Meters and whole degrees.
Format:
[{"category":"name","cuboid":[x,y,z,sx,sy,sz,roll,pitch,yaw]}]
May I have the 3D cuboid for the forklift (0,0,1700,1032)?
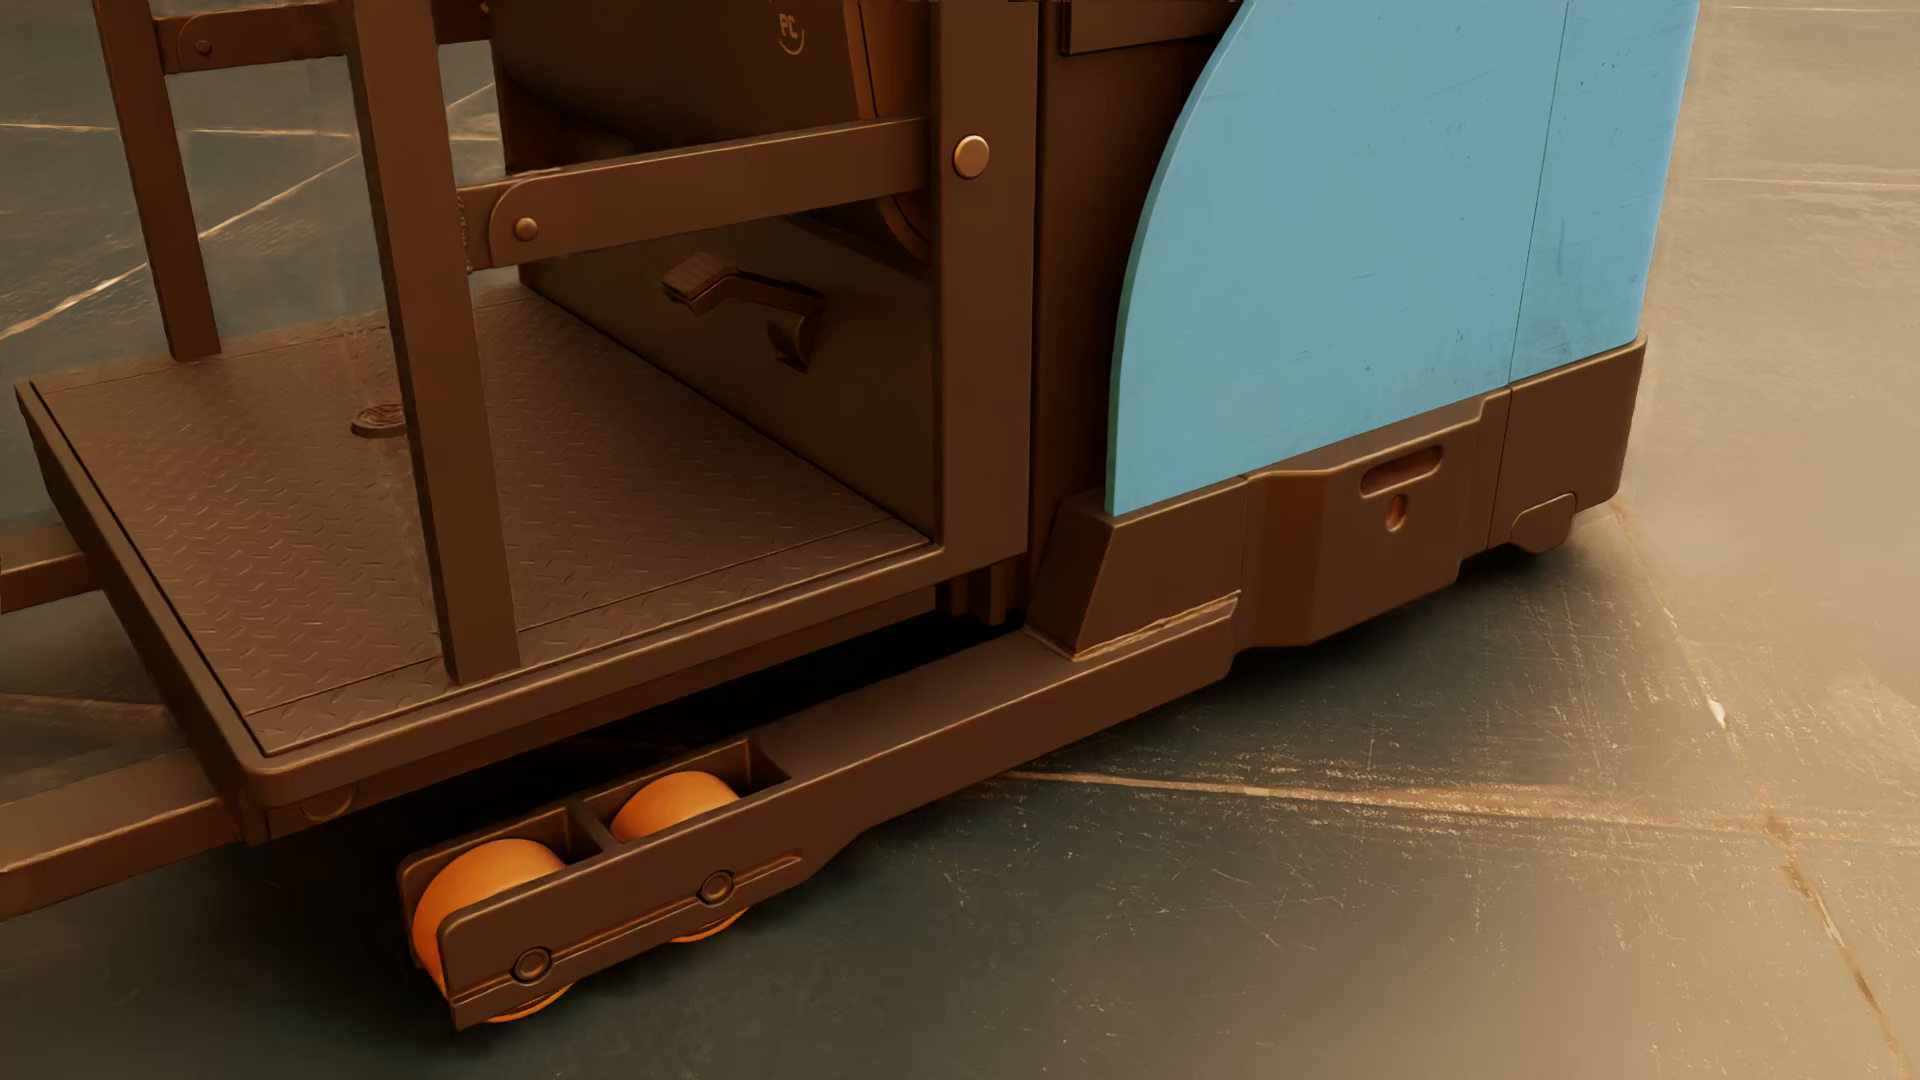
[{"category":"forklift","cuboid":[-0.497,-1.123,1.468,3.031,2.935,1.130,-18,32,-32]}]
